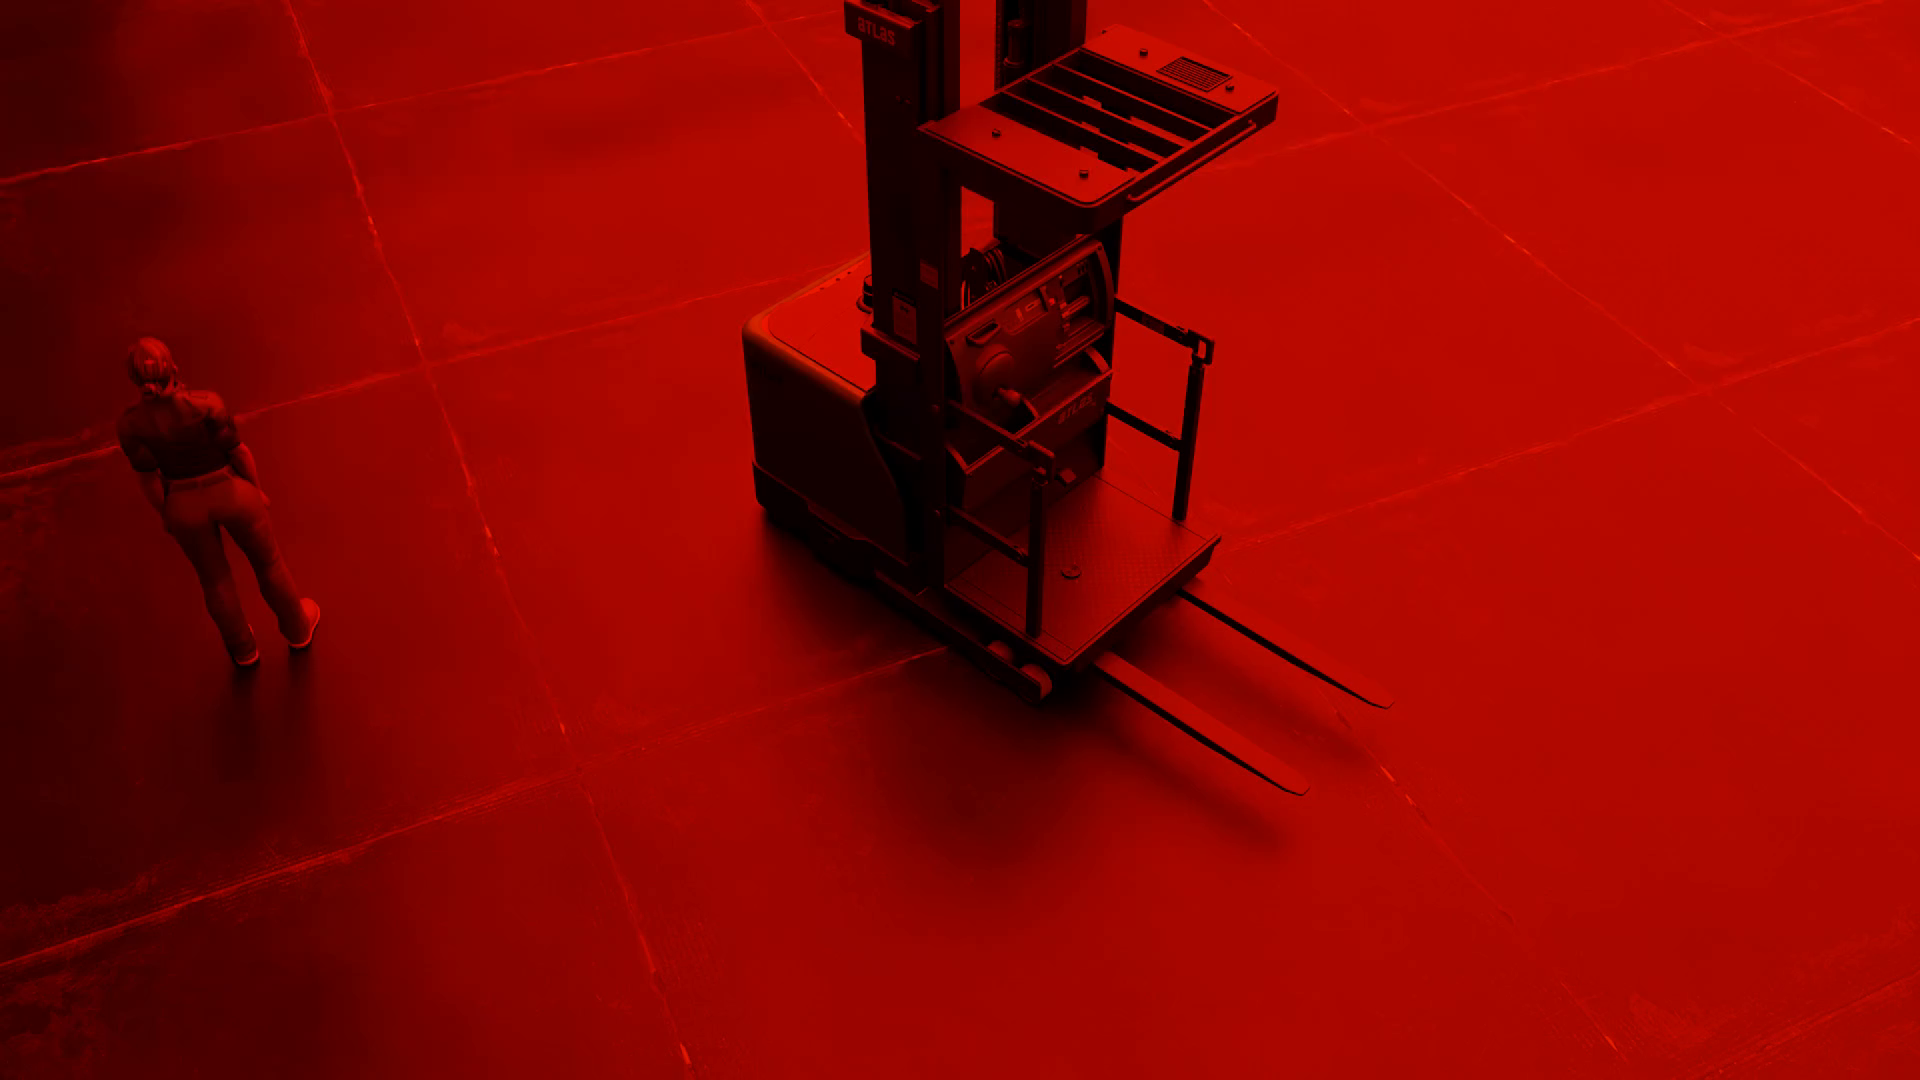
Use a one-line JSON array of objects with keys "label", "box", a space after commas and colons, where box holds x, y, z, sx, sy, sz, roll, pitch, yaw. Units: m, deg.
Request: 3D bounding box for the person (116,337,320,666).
[{"label": "person", "box": [-3.050, -0.162, 6.791, 0.448, 1.659, 0.339, -15, 45, -16]}]

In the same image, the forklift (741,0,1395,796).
[{"label": "forklift", "box": [0.445, -0.788, 6.525, 3.031, 2.935, 1.130, 32, 52, 30]}]
